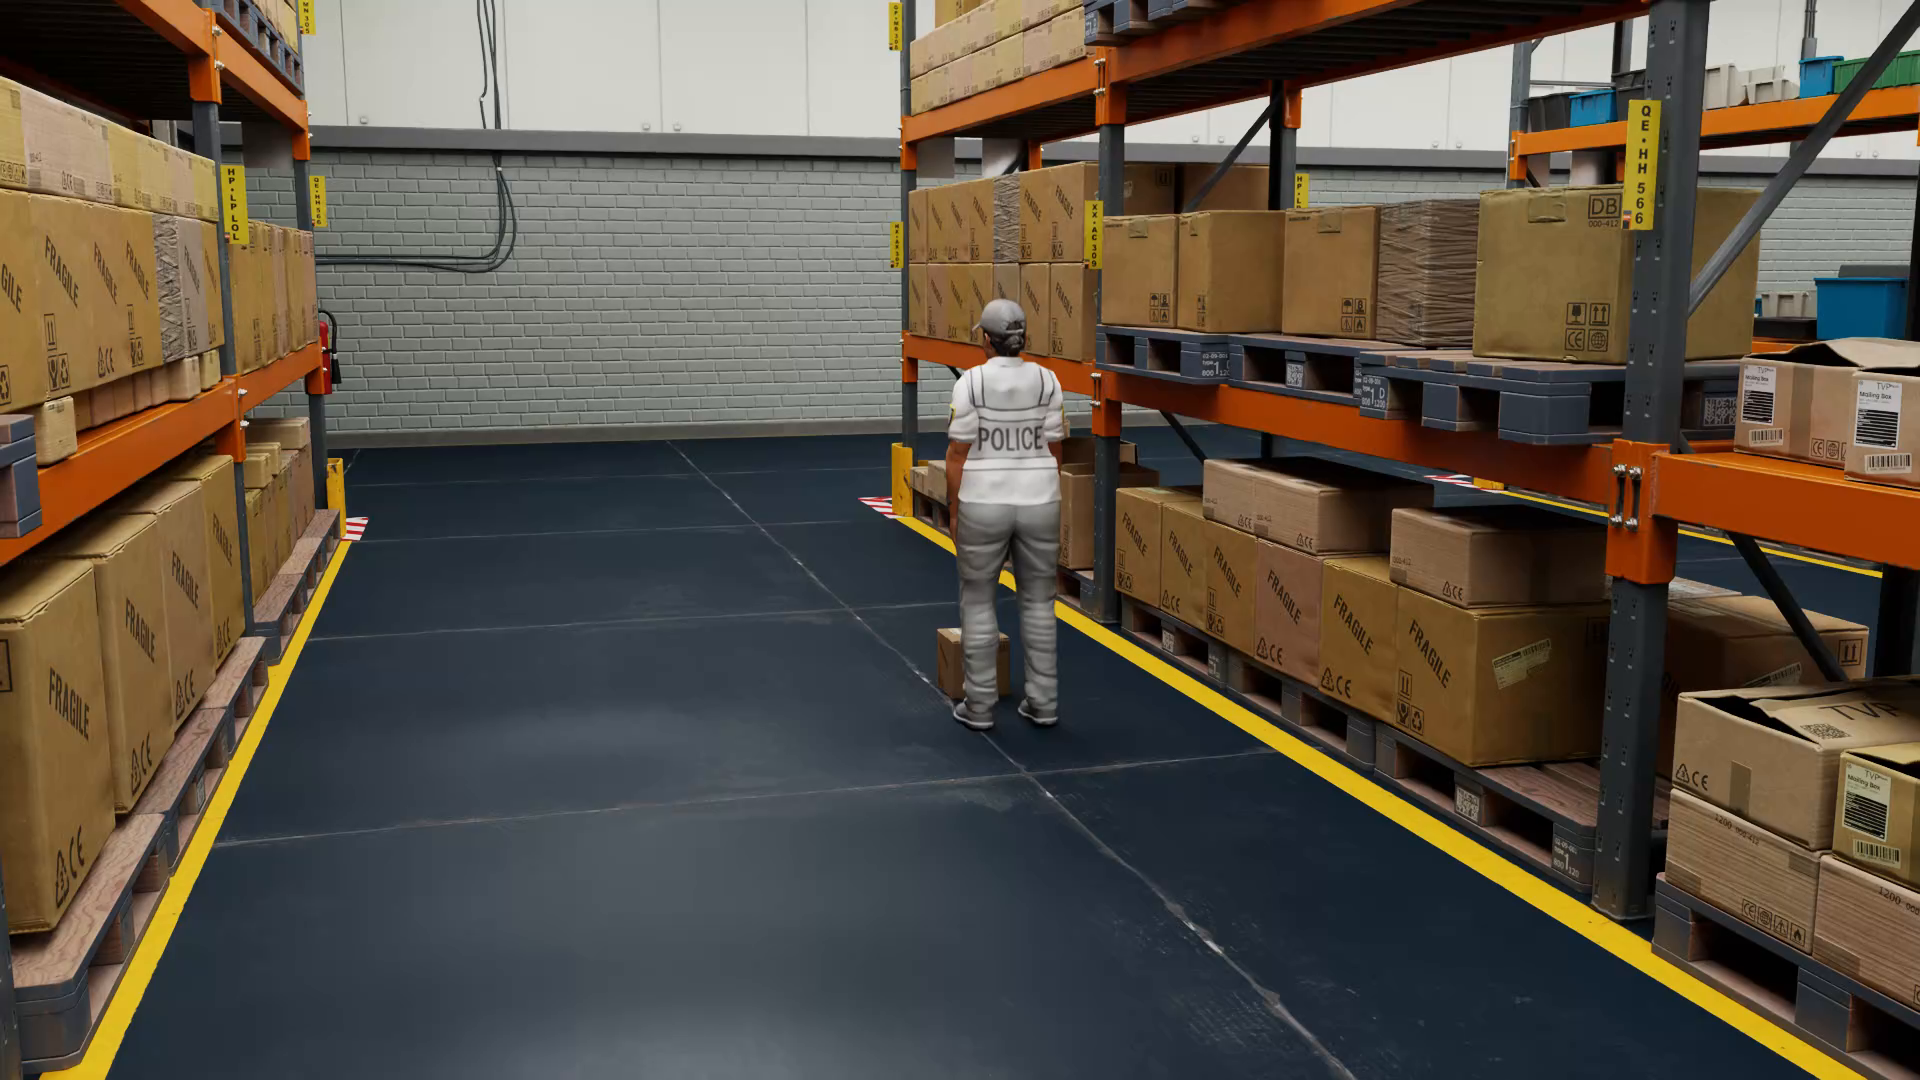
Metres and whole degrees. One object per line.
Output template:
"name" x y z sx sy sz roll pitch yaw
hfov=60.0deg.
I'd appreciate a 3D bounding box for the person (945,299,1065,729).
"person" 0.166 -0.100 6.487 0.468 1.663 0.383 -2 10 -14
